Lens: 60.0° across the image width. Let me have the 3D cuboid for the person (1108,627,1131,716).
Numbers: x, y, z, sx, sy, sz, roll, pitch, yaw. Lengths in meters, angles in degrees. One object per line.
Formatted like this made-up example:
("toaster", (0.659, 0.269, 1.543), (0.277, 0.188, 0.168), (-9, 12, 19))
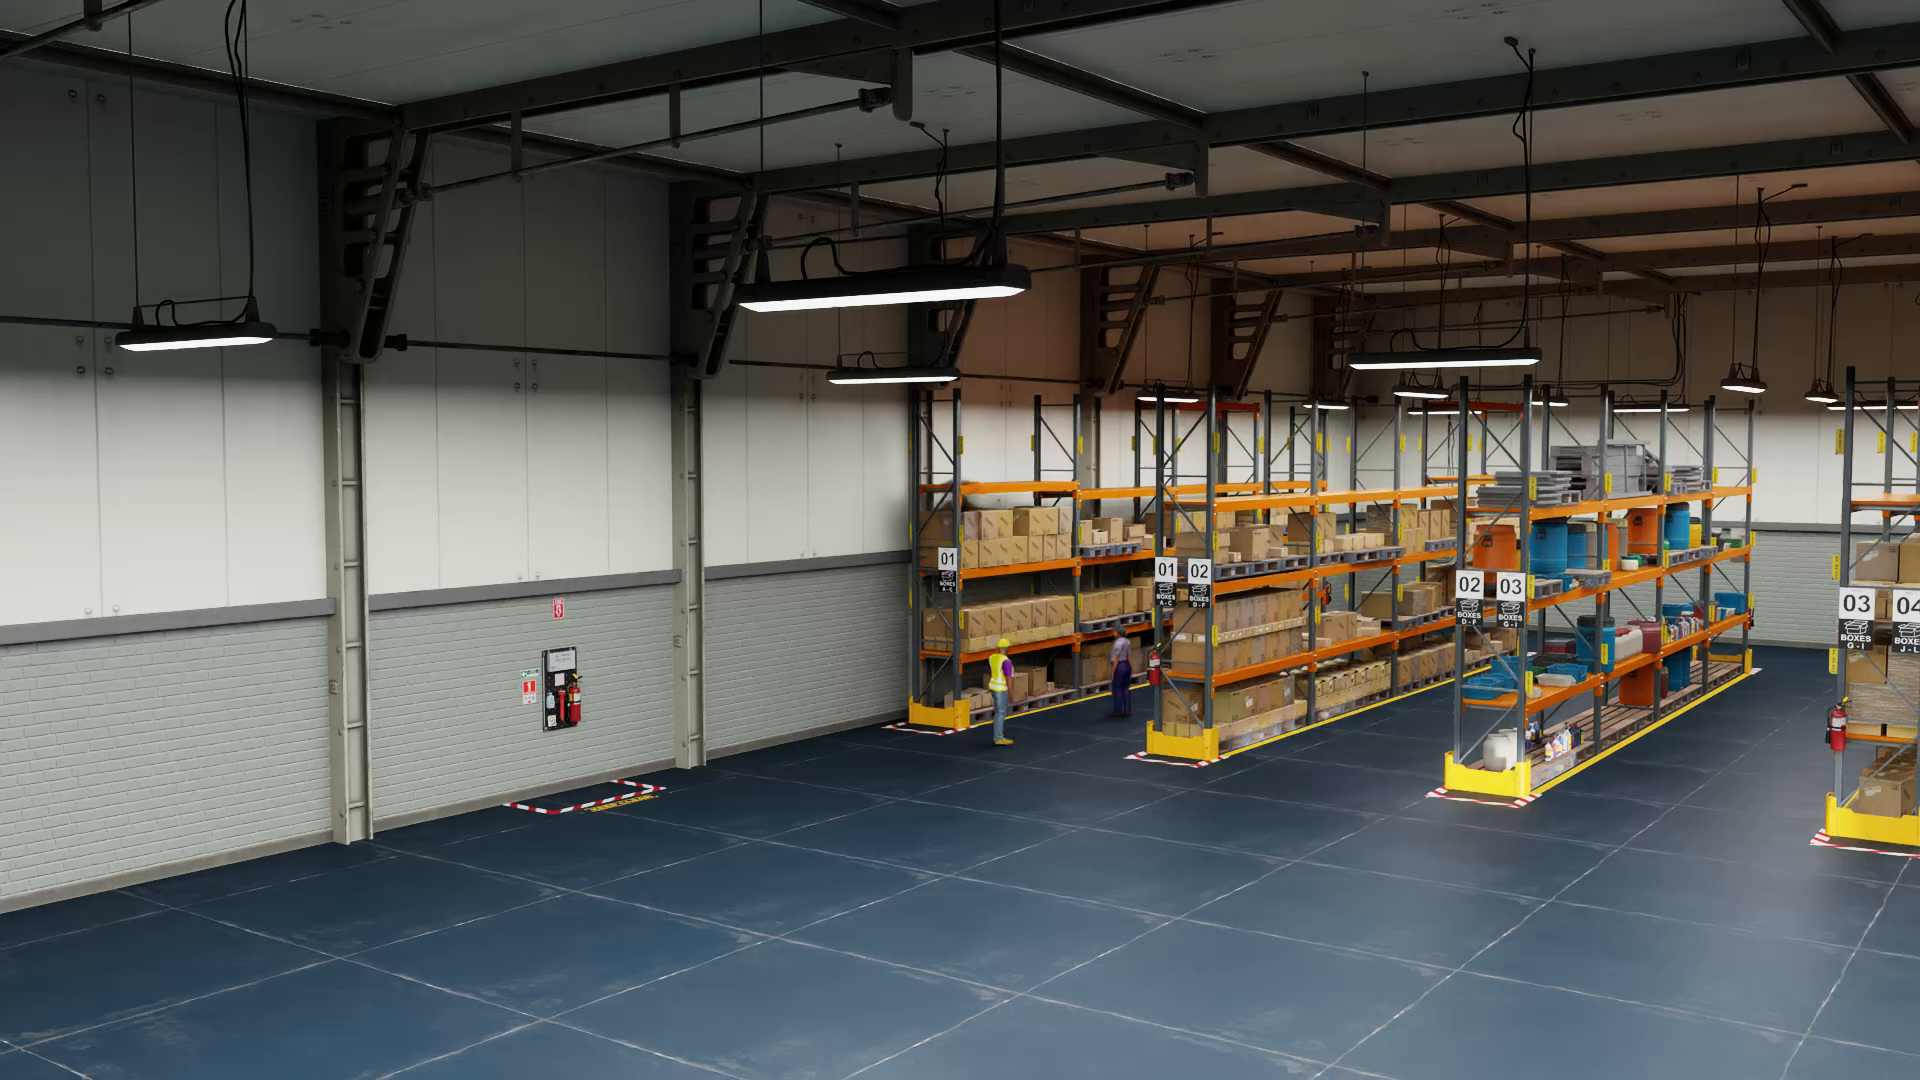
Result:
("person", (2.952, 2.425, 30.714), (0.375, 1.662, 0.548), (2, 4, 34))

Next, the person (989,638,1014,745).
("person", (0.729, 2.530, 27.804), (0.429, 1.778, 0.592), (-2, 4, -27))
